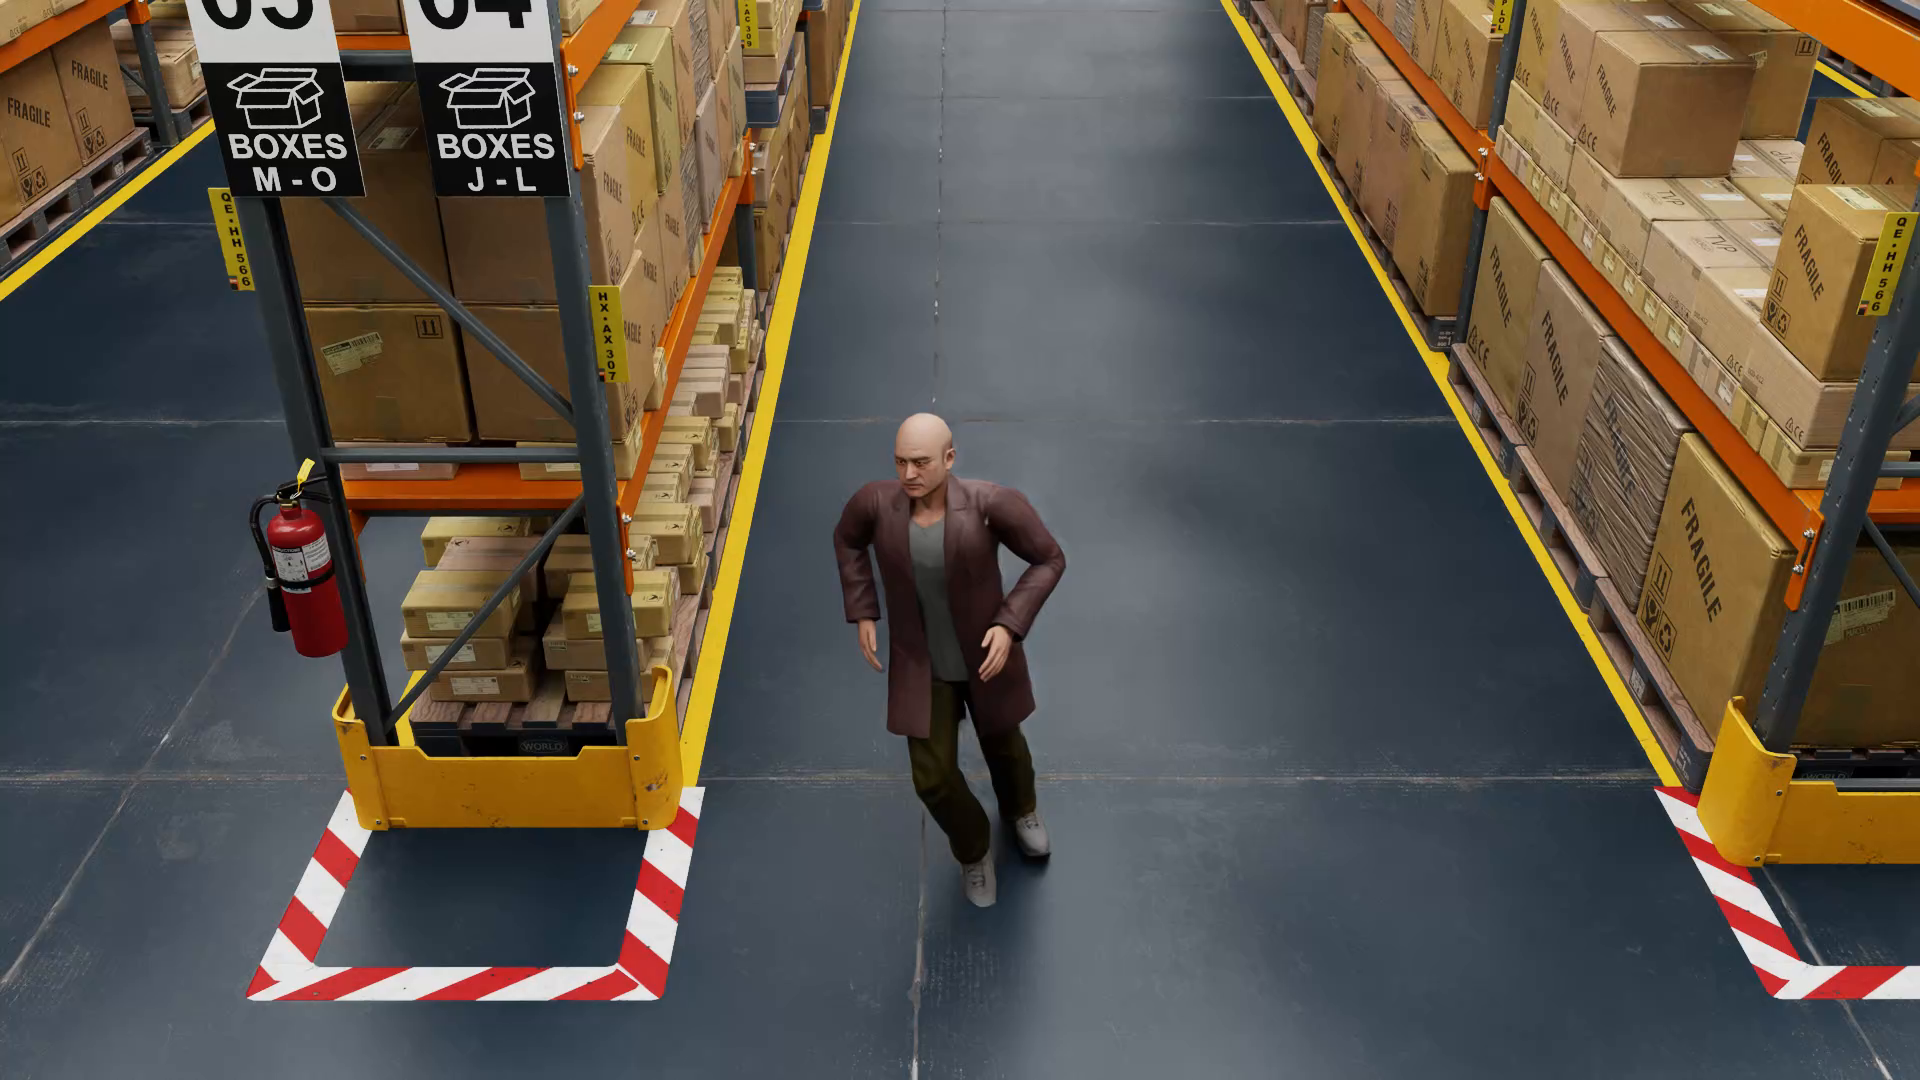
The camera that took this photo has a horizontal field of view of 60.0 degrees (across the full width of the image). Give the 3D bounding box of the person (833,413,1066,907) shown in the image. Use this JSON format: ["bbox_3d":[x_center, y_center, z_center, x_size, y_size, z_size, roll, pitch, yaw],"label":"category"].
[{"bbox_3d":[-0.054,0.398,5.557,0.790,1.813,0.611,4,31,7],"label":"person"}]
